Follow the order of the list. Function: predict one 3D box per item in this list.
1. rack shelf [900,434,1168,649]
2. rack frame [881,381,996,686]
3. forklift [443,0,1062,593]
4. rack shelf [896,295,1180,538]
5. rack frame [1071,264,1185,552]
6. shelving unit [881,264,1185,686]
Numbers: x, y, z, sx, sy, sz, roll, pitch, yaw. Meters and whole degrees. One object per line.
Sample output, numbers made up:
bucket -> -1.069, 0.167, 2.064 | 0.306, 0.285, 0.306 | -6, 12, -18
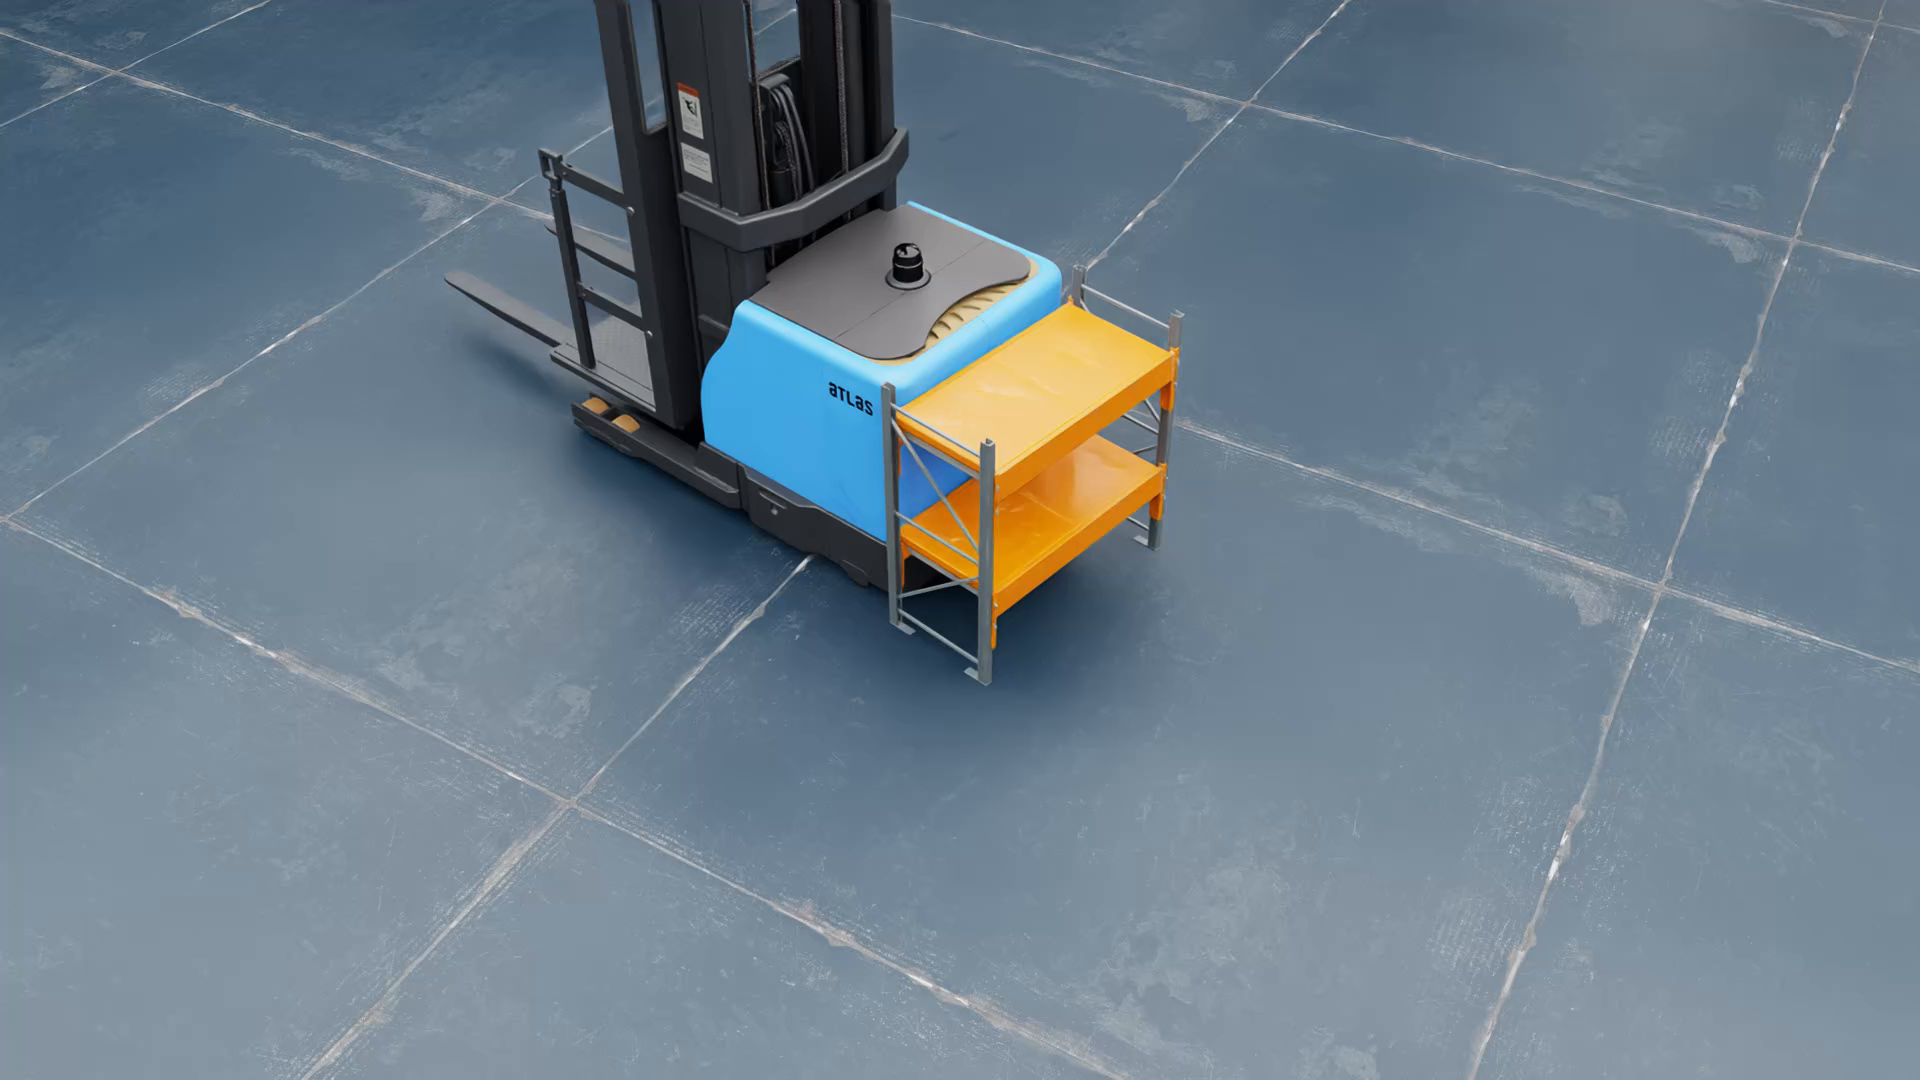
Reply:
rack shelf -> 0.269, -0.063, 6.341 | 0.538, 0.278, 1.000 | 31, 50, 31
rack frame -> -0.077, 0.000, 5.899 | 0.500, 1.125, 0.032 | 31, 50, 31
forklift -> -1.055, -1.714, 6.478 | 3.031, 2.935, 1.130 | 29, 49, 28
rack shelf -> 0.269, -0.467, 5.986 | 0.538, 0.278, 1.000 | 31, 50, 31
rack frame -> 0.614, -0.493, 6.459 | 0.500, 1.125, 0.032 | 31, 50, 31
shelving unit -> 0.269, -0.247, 6.179 | 0.538, 1.125, 1.048 | 31, 50, 31
